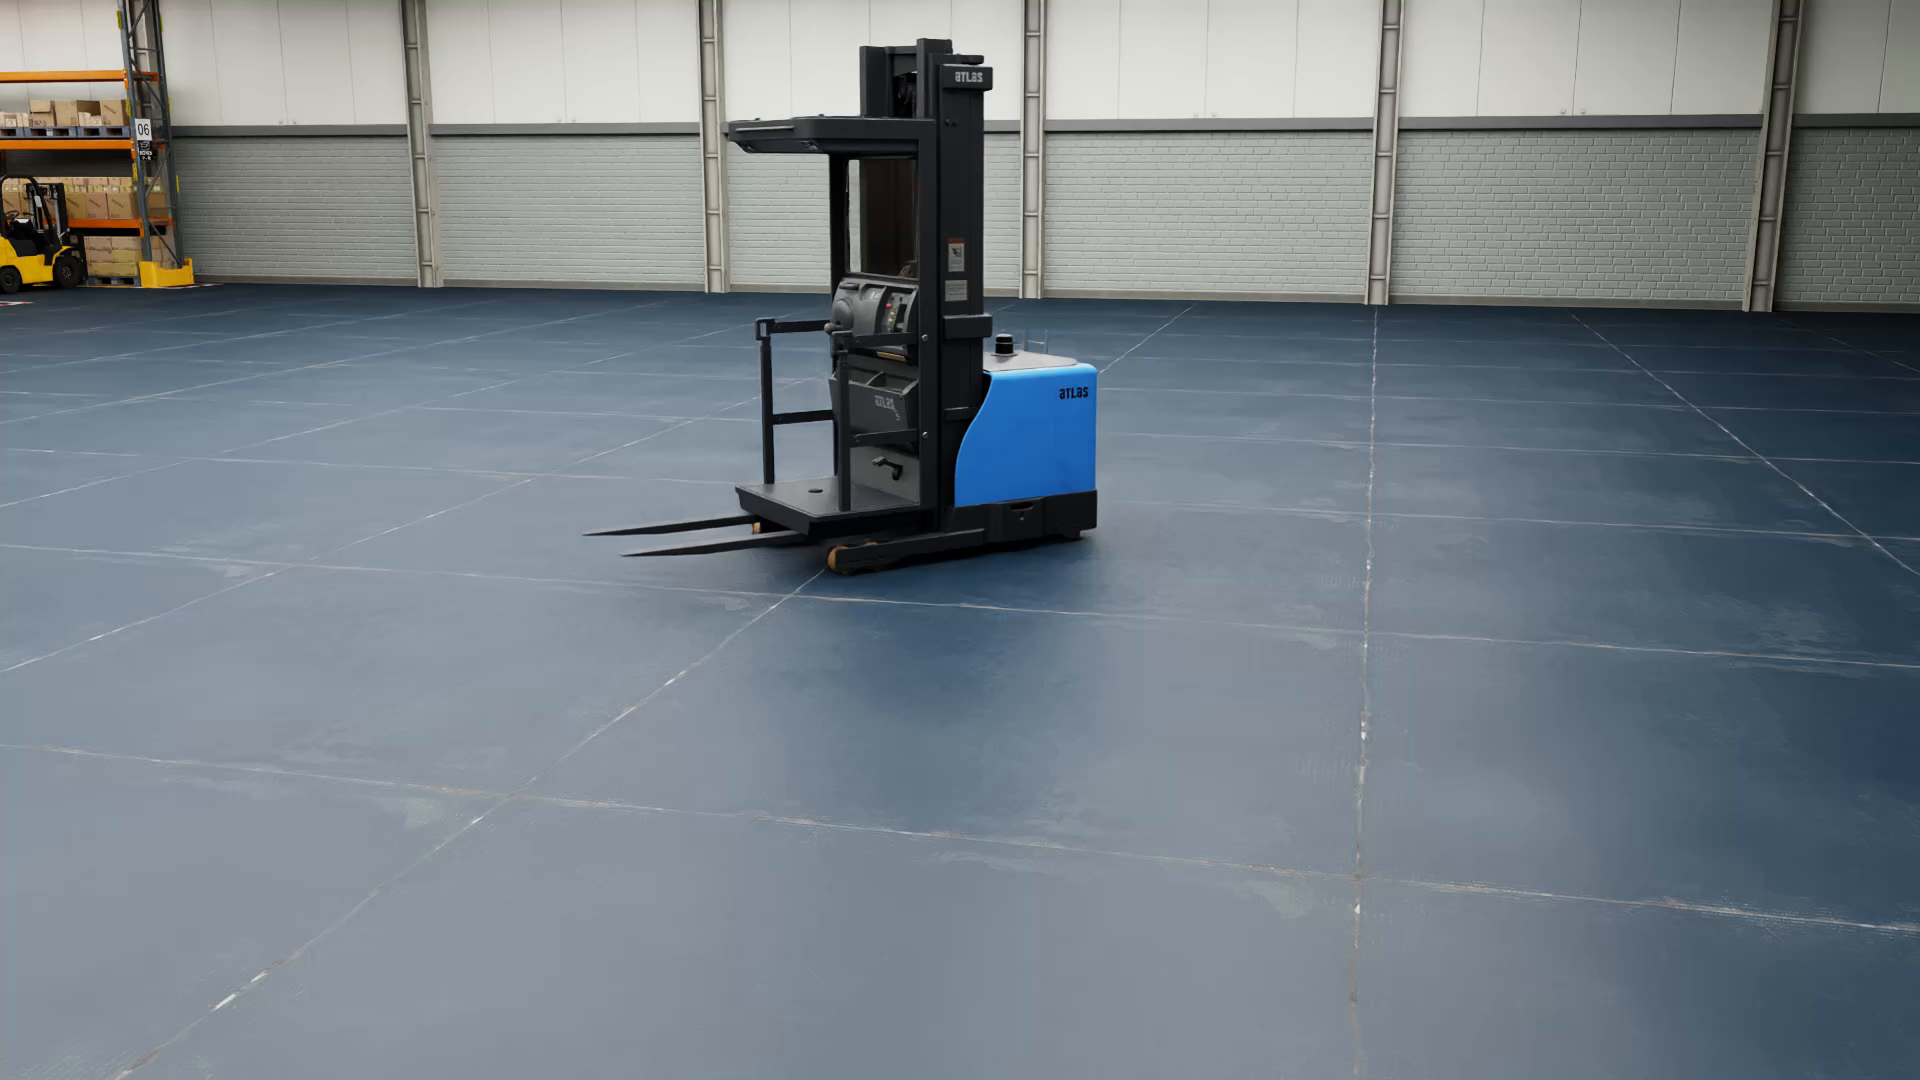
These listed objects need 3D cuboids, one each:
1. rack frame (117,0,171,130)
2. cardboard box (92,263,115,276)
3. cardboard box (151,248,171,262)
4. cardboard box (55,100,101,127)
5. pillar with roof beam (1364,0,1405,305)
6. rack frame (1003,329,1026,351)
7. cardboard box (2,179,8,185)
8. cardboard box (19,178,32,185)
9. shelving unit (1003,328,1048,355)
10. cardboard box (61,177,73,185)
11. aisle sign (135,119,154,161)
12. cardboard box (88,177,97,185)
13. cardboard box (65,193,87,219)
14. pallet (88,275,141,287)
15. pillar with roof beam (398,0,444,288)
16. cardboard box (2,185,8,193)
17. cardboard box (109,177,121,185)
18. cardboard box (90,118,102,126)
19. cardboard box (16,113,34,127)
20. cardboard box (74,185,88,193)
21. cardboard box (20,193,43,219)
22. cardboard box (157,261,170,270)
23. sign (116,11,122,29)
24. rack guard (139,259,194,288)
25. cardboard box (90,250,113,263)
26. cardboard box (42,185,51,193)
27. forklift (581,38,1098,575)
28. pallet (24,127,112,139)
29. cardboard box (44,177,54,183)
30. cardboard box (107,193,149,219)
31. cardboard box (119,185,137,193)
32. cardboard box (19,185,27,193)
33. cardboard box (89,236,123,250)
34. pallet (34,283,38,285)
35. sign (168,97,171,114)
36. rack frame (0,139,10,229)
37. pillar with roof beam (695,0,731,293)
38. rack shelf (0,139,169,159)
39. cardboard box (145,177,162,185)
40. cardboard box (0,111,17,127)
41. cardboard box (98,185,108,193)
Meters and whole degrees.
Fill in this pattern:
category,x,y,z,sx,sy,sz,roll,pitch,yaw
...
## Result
category,x,y,z,sx,sy,sz,roll,pitch,yaw
rack frame,-15.733,-9.443,32.021,0.127,3.000,1.000,3,13,14
cardboard box,-16.745,-5.363,32.859,0.500,0.250,0.500,3,13,14
cardboard box,-16.139,-5.689,33.176,0.500,0.250,0.500,3,13,15
cardboard box,-17.191,-8.327,32.485,0.500,0.500,0.700,3,13,14
pillar with roof beam,6.077,-7.518,23.344,0.400,9.000,9.100,3,13,14
rack frame,0.355,-0.782,10.989,0.006,1.200,0.240,-9,15,-35
cardboard box,-18.853,-7.148,33.110,0.250,0.149,0.380,3,13,12
cardboard box,-18.369,-7.105,32.918,0.250,0.149,0.380,3,13,13
shelving unit,0.429,-0.794,11.041,0.189,1.200,0.258,-9,15,-35
cardboard box,-17.394,-7.045,32.645,0.250,0.149,0.380,3,13,15
aisle sign,-15.739,-7.718,32.095,0.004,0.787,0.394,3,13,14
cardboard box,-16.862,-7.042,32.634,0.250,0.149,0.380,3,13,14
cardboard box,-17.273,-6.589,32.776,0.500,0.500,0.500,3,13,12
pallet,-16.485,-5.184,33.112,1.213,0.211,1.003,3,13,14
pillar with roof beam,-11.399,-8.452,27.554,0.400,9.000,9.100,3,13,14
cardboard box,-18.858,-6.995,33.108,0.250,0.149,0.380,3,13,13
cardboard box,-16.378,-7.006,32.469,0.250,0.149,0.380,3,13,14
cardboard box,-16.610,-8.089,32.222,0.250,0.149,0.380,3,13,12
cardboard box,-18.248,-8.234,32.604,0.258,0.266,0.396,3,13,12
cardboard box,-17.137,-6.891,32.642,0.250,0.149,0.380,3,13,12
cardboard box,-18.246,-6.643,33.021,0.500,0.500,0.500,3,13,13
cardboard box,-16.163,-5.444,33.223,0.500,0.250,0.500,3,13,14
sign,-15.877,-9.824,31.400,0.005,0.325,0.100,3,13,14
rack guard,-15.709,-5.293,32.936,0.348,0.500,1.175,3,13,14
cardboard box,-16.765,-5.609,32.814,0.500,0.250,0.500,3,13,13
cardboard box,-17.873,-6.931,32.821,0.250,0.149,0.380,3,13,12
forklift,-0.677,-1.363,9.610,3.031,2.935,1.130,-8,15,-31
pallet,-17.601,-8.041,32.828,1.213,0.211,1.003,3,13,14
cardboard box,-17.862,-7.094,32.869,0.250,0.149,0.380,3,13,14
cardboard box,-16.273,-6.534,32.526,0.500,0.500,0.500,3,13,12
cardboard box,-16.136,-6.839,32.405,0.250,0.149,0.380,3,13,14
cardboard box,-18.382,-6.952,32.917,0.250,0.149,0.380,3,13,13
cardboard box,-16.752,-5.849,32.740,0.500,0.250,0.500,3,13,15
pallet,-18.854,-5.311,33.682,1.213,0.211,1.003,3,13,14
sign,-15.594,-8.561,32.767,0.005,0.325,0.100,3,13,14
rack frame,-19.616,-6.722,33.606,0.127,3.000,1.000,3,13,14
pillar with roof beam,-5.574,-8.141,26.151,0.400,9.000,9.100,3,13,14
rack shelf,-17.674,-7.731,32.891,4.000,0.370,1.077,3,13,14
cardboard box,-16.008,-7.087,32.838,0.250,0.149,0.380,3,13,12
cardboard box,-18.867,-8.302,32.809,0.500,0.311,0.500,3,13,15
cardboard box,-16.629,-6.872,32.555,0.250,0.149,0.380,3,13,15
